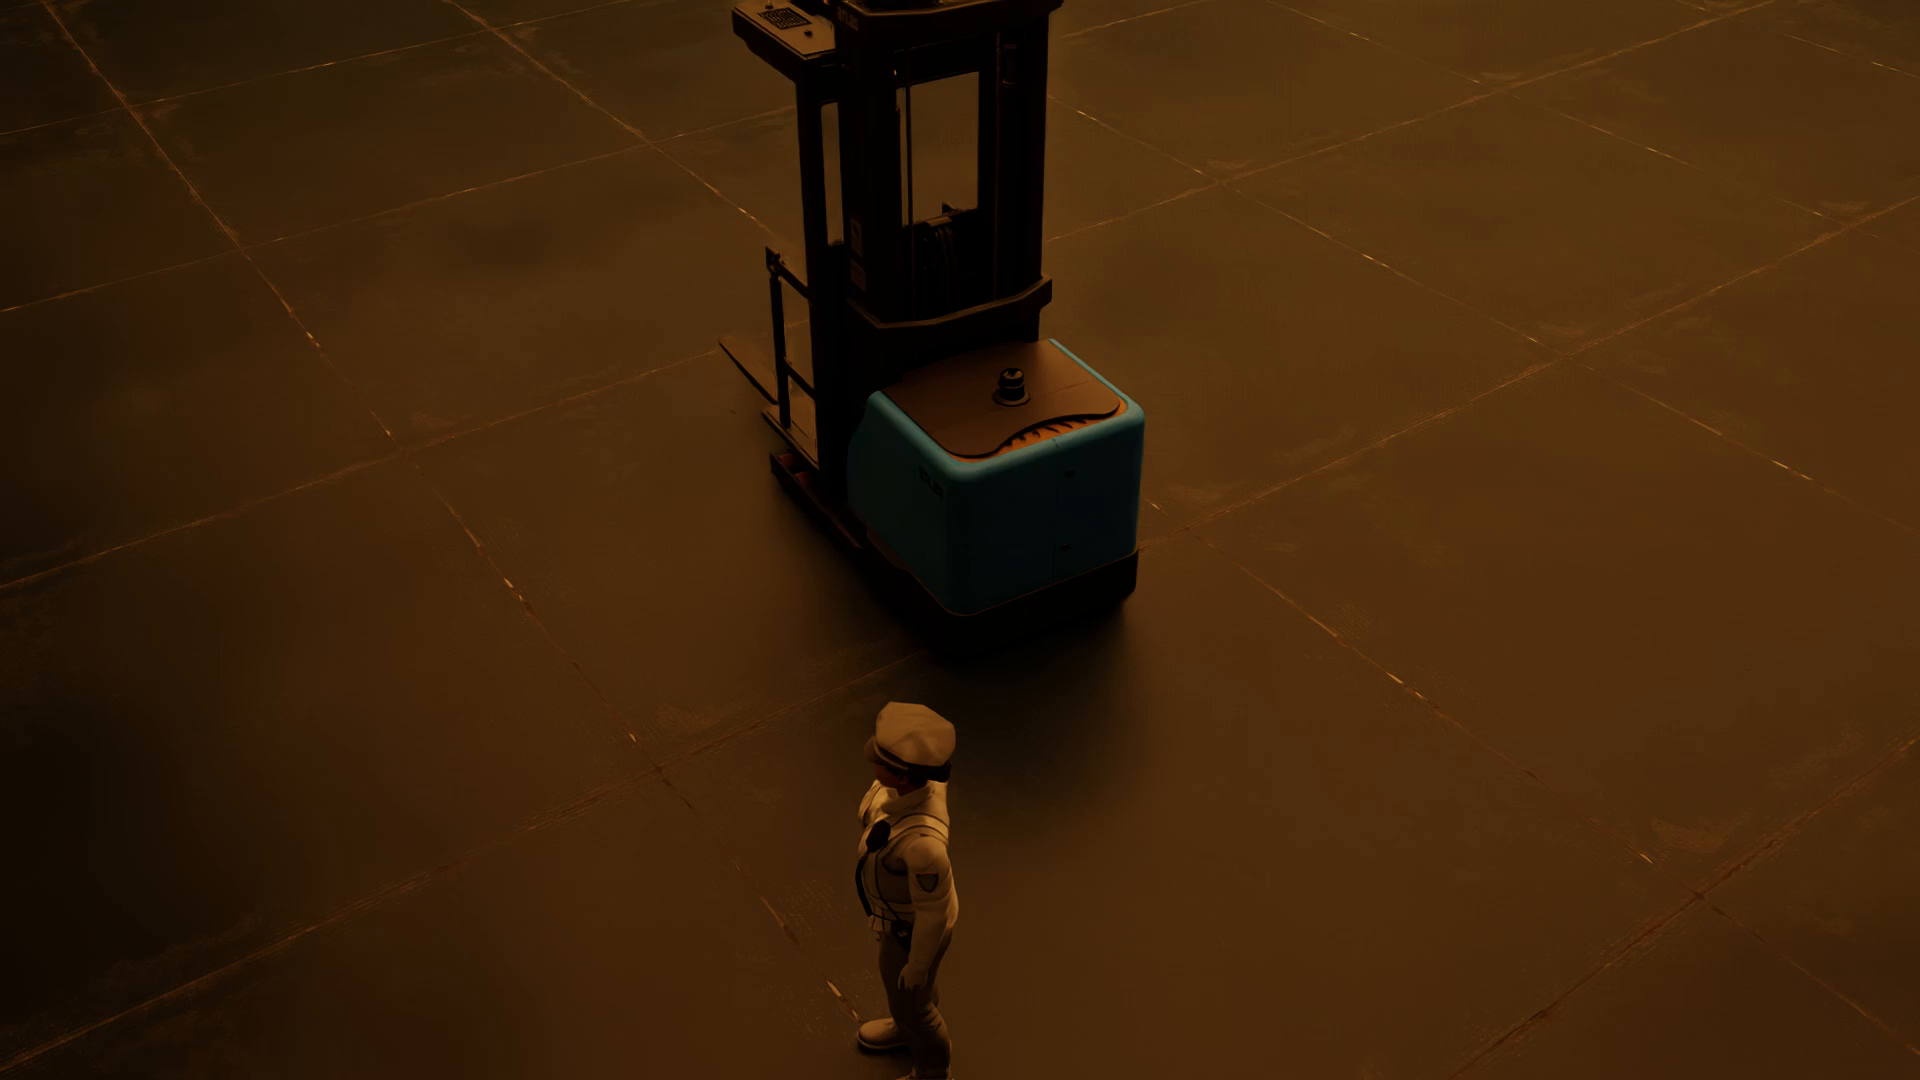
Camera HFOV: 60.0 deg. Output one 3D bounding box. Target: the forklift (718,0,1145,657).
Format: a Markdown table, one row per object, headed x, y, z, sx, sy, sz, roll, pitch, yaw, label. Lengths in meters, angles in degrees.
| x | y | z | sx | sy | sz | roll | pitch | yaw | label |
| --- | --- | --- | --- | --- | --- | --- | --- | --- | --- |
| -0.341 | -1.498 | 7.971 | 1.130 | 2.935 | 3.031 | -19 | 41 | -24 | forklift |

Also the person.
| x | y | z | sx | sy | sz | roll | pitch | yaw | label |
| --- | --- | --- | --- | --- | --- | --- | --- | --- | --- |
| -0.181 | 1.200 | 5.374 | 0.346 | 1.687 | 0.513 | -4 | 37 | -5 | person |
